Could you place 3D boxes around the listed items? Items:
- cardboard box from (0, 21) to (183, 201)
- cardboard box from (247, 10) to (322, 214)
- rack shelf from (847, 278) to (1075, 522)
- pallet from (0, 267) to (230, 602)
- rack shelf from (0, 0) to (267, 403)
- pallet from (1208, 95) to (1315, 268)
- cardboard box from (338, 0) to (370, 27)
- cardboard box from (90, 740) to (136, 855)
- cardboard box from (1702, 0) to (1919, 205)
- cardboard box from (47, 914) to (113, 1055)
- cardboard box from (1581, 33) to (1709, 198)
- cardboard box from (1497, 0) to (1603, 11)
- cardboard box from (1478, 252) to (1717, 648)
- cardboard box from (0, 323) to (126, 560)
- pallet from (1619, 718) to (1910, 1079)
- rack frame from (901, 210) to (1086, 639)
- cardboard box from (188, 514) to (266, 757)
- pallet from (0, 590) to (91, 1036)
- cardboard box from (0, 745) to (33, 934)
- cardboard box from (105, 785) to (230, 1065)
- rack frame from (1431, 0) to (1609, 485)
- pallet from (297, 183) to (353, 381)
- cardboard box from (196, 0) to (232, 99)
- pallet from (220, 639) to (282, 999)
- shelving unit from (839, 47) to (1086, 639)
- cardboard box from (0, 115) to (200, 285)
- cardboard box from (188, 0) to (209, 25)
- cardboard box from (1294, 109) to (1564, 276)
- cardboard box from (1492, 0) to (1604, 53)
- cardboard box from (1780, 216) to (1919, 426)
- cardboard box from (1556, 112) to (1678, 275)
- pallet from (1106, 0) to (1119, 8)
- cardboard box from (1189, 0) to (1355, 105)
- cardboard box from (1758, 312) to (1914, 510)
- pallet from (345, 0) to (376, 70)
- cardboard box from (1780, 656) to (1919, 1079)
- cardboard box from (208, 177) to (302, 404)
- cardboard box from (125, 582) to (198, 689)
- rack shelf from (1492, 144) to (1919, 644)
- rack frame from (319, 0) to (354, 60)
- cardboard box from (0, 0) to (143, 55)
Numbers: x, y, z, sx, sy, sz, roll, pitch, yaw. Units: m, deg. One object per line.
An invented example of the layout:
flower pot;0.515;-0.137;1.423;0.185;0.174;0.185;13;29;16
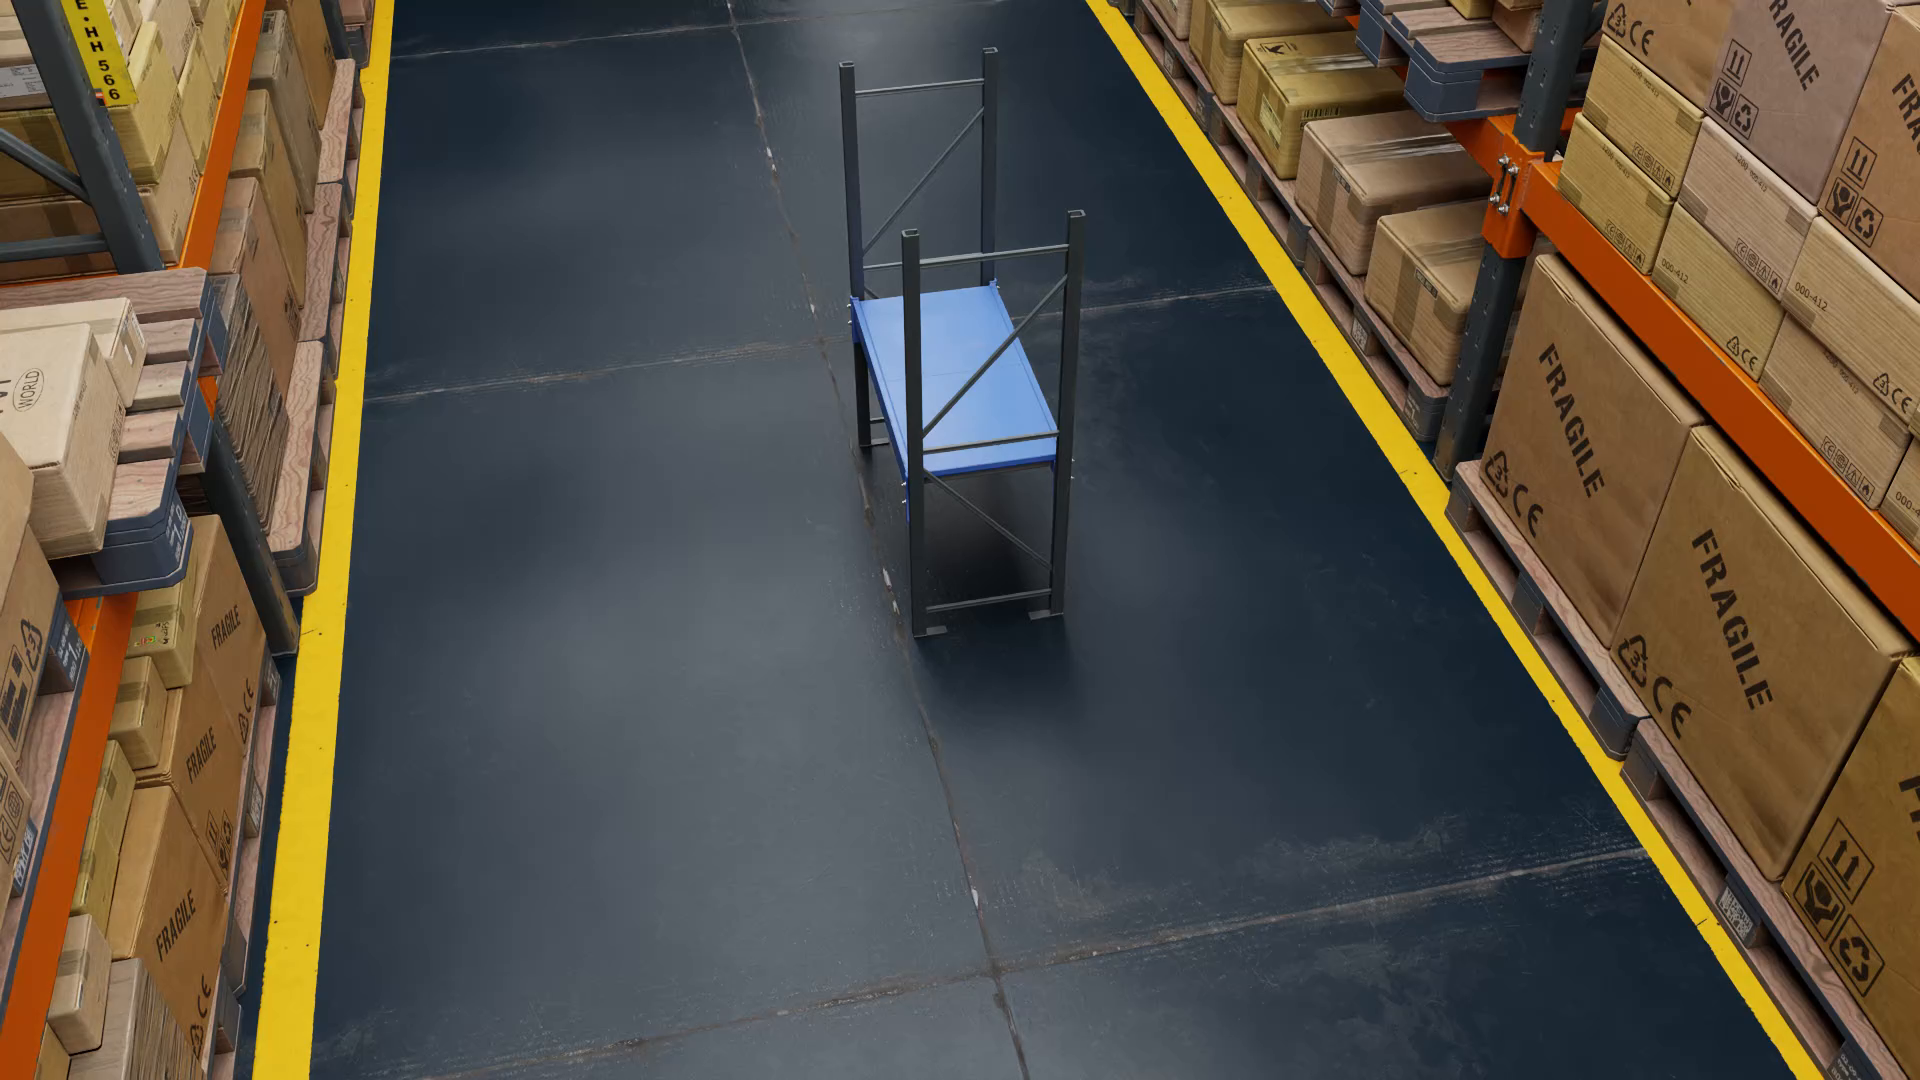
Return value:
cardboard box;-2.458;-1.176;4.552;0.500;0.250;0.500;-8;42;-9
cardboard box;-3.205;-1.740;6.923;0.875;0.625;0.625;-9;42;-10
rack shelf;-0.018;-0.482;5.434;0.538;0.185;1.000;-8;42;-9
pallet;-2.410;-0.218;3.881;1.213;0.211;1.003;-8;42;-9
rack shelf;-3.057;-1.746;6.000;1.077;0.370;4.000;-8;42;-9
pallet;1.793;-1.686;7.490;1.003;0.211;1.213;-8;42;-9
cardboard box;-3.270;-2.802;8.402;0.500;0.250;0.500;-8;42;-9
cardboard box;-2.156;0.627;3.862;0.380;0.149;0.250;-7;42;-8
cardboard box;2.205;-1.169;3.979;0.500;0.500;0.500;-8;42;-9
cardboard box;-2.013;0.963;3.483;0.380;0.149;0.250;-10;43;-11
cardboard box;2.089;-1.200;4.578;0.500;0.250;0.500;-9;42;-10
cardboard box;1.851;-1.993;5.120;0.500;0.500;0.500;-9;42;-11
cardboard box;2.289;-0.336;5.153;0.875;0.875;0.875;-9;42;-10
cardboard box;-2.082;-0.183;3.493;0.500;0.250;0.500;-10;43;-11
pallet;2.577;0.921;4.553;1.003;0.211;1.213;-8;42;-9
rack frame;0.091;-0.287;4.943;0.500;1.500;0.032;-8;42;-9
cardboard box;-2.324;0.302;4.717;0.500;0.500;0.500;-7;42;-8
pallet;-2.201;0.613;2.945;1.003;0.211;1.213;-8;42;-9
cardboard box;-1.929;0.489;2.548;0.700;0.500;0.500;-9;42;-10
cardboard box;-2.111;0.967;3.968;0.500;0.500;0.500;-7;42;-7
rack frame;2.221;-1.433;5.105;1.000;3.000;0.127;-8;42;-9
pallet;-3.025;-1.005;6.723;1.003;0.211;1.213;-8;42;-9
cardboard box;-2.704;-1.645;5.457;0.500;0.250;0.500;-10;42;-11
pallet;-2.501;0.813;4.675;1.003;0.211;1.213;-8;42;-9
shelving unit;-0.018;-0.616;5.314;0.538;1.500;1.048;-8;42;-9
cardboard box;-2.482;-0.986;4.714;0.500;0.250;0.500;-8;42;-9
cardboard box;-2.685;-1.839;5.299;0.500;0.250;0.500;-9;42;-10
cardboard box;1.941;-1.452;6.789;0.950;0.372;0.625;-9;42;-10
cardboard box;1.920;-1.675;5.250;0.380;0.149;0.250;-7;42;-8
cardboard box;2.295;-0.540;3.835;0.500;0.250;0.500;-8;42;-9
cardboard box;2.081;-1.023;4.756;0.500;0.250;0.500;-9;42;-10
pallet;1.178;-3.413;9.436;1.003;0.211;1.213;-8;42;-9
cardboard box;1.631;-2.395;7.851;0.950;0.372;0.625;-6;42;-7
cardboard box;2.316;-0.352;4.000;0.500;0.250;0.500;-7;42;-8
pallet;-3.619;-2.791;8.735;1.003;0.211;1.213;-8;42;-9
cardboard box;2.669;0.823;3.848;0.875;0.875;0.875;-7;42;-8
cardboard box;-2.895;-0.817;5.883;0.875;0.625;0.625;-7;42;-8
cardboard box;-2.182;0.272;4.262;0.380;0.149;0.250;-10;43;-12
rack shelf;2.652;0.133;3.883;1.077;0.370;4.000;-8;42;-9
rack frame;-3.489;-3.312;7.221;1.000;3.000;0.127;-8;42;-9
cardboard box;-2.465;-1.421;4.527;0.380;0.149;0.250;-7;42;-8
